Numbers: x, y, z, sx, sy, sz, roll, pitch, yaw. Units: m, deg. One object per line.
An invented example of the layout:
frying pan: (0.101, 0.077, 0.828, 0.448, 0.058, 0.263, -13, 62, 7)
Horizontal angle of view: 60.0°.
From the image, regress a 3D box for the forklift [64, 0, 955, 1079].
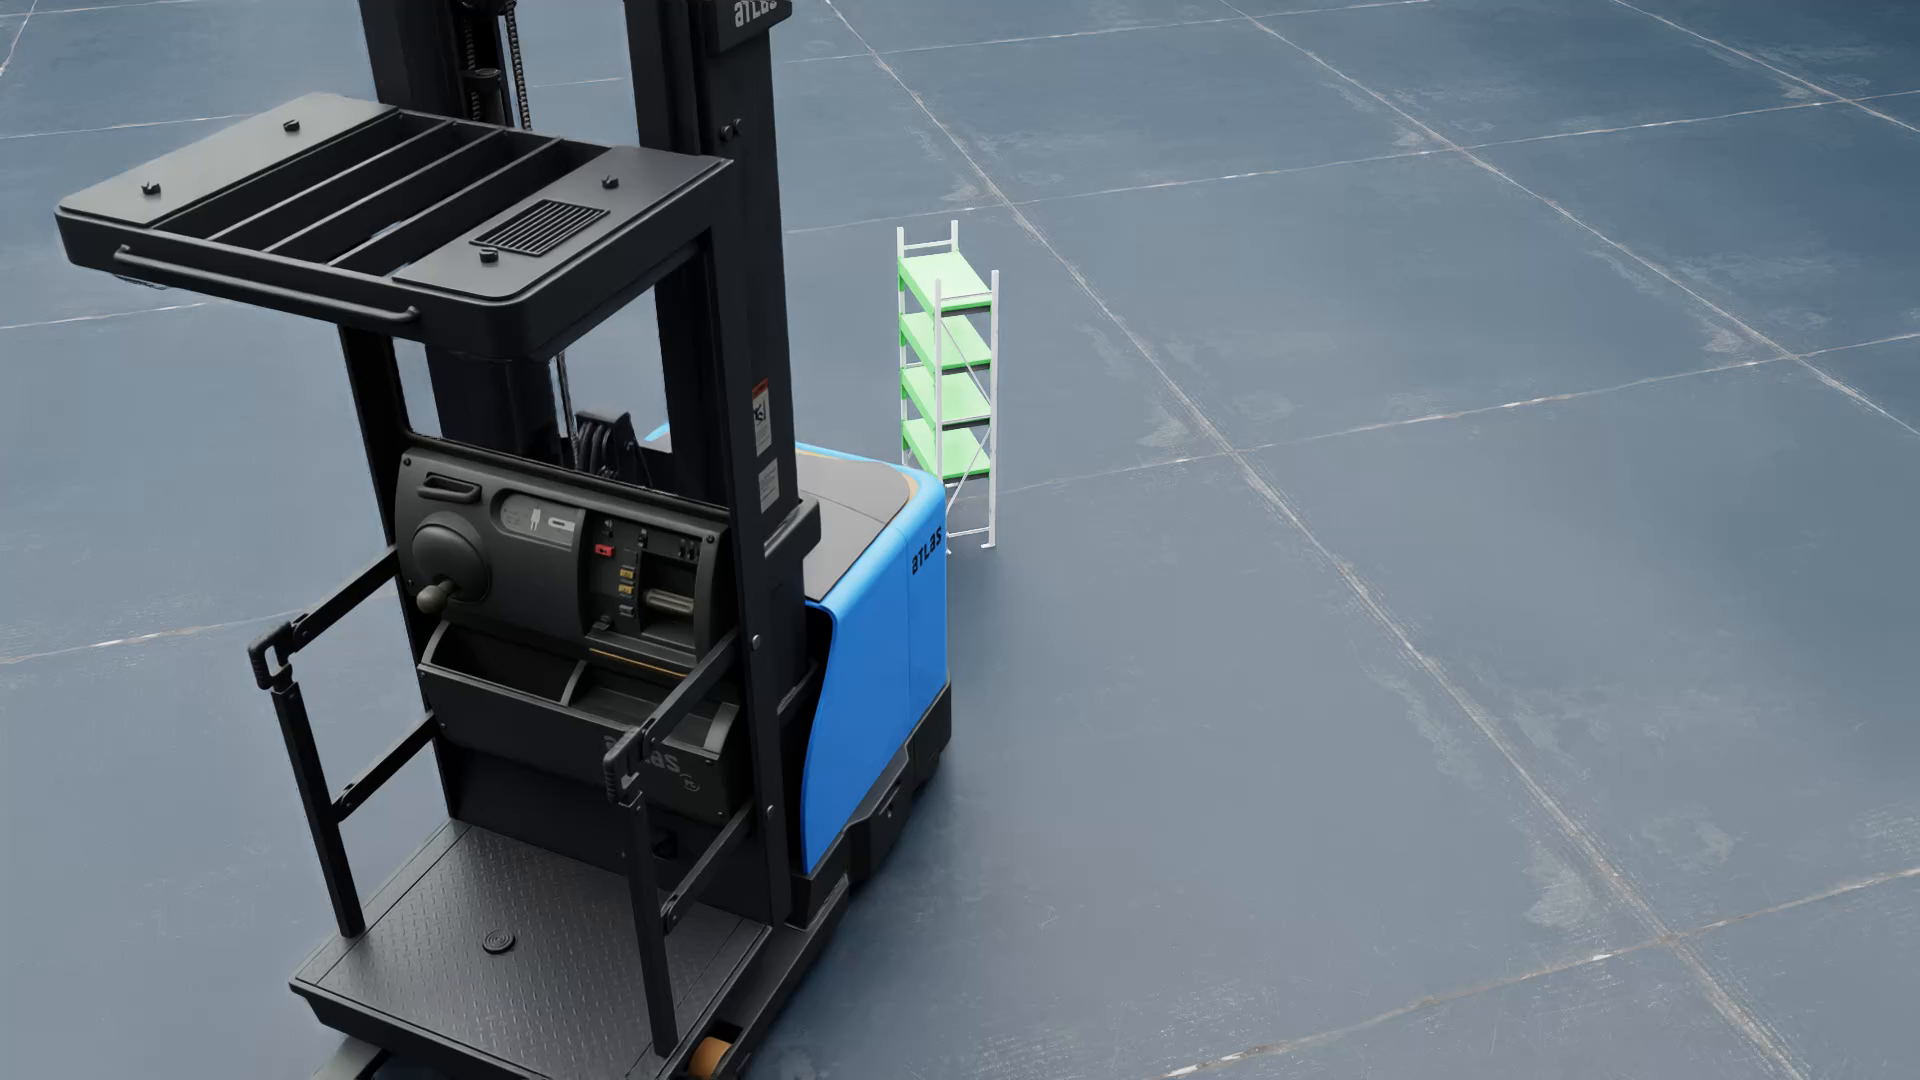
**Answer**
forklift: (-1.073, 0.096, 3.946, 1.130, 2.935, 3.031, 14, 36, 20)

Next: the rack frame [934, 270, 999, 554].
rack frame: (0.024, -0.459, 6.357, 0.240, 1.200, 0.015, -10, 35, -15)

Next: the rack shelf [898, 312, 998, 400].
rack shelf: (-0.050, -0.734, 6.454, 0.258, 0.148, 0.480, -10, 35, -15)

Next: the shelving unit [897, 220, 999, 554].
shelving unit: (-0.050, -0.587, 6.551, 0.258, 1.200, 0.503, -10, 35, -15)

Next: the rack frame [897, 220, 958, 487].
rack frame: (-0.125, -0.716, 6.745, 0.240, 1.200, 0.015, -10, 35, -15)

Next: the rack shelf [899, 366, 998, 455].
rack shelf: (-0.050, -0.534, 6.586, 0.258, 0.148, 0.480, -10, 35, -15)

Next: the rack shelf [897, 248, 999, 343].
rack shelf: (-0.050, -0.935, 6.321, 0.258, 0.148, 0.480, -10, 35, -15)

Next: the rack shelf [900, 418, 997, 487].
rack shelf: (-0.050, -0.334, 6.718, 0.258, 0.148, 0.480, -10, 35, -15)
